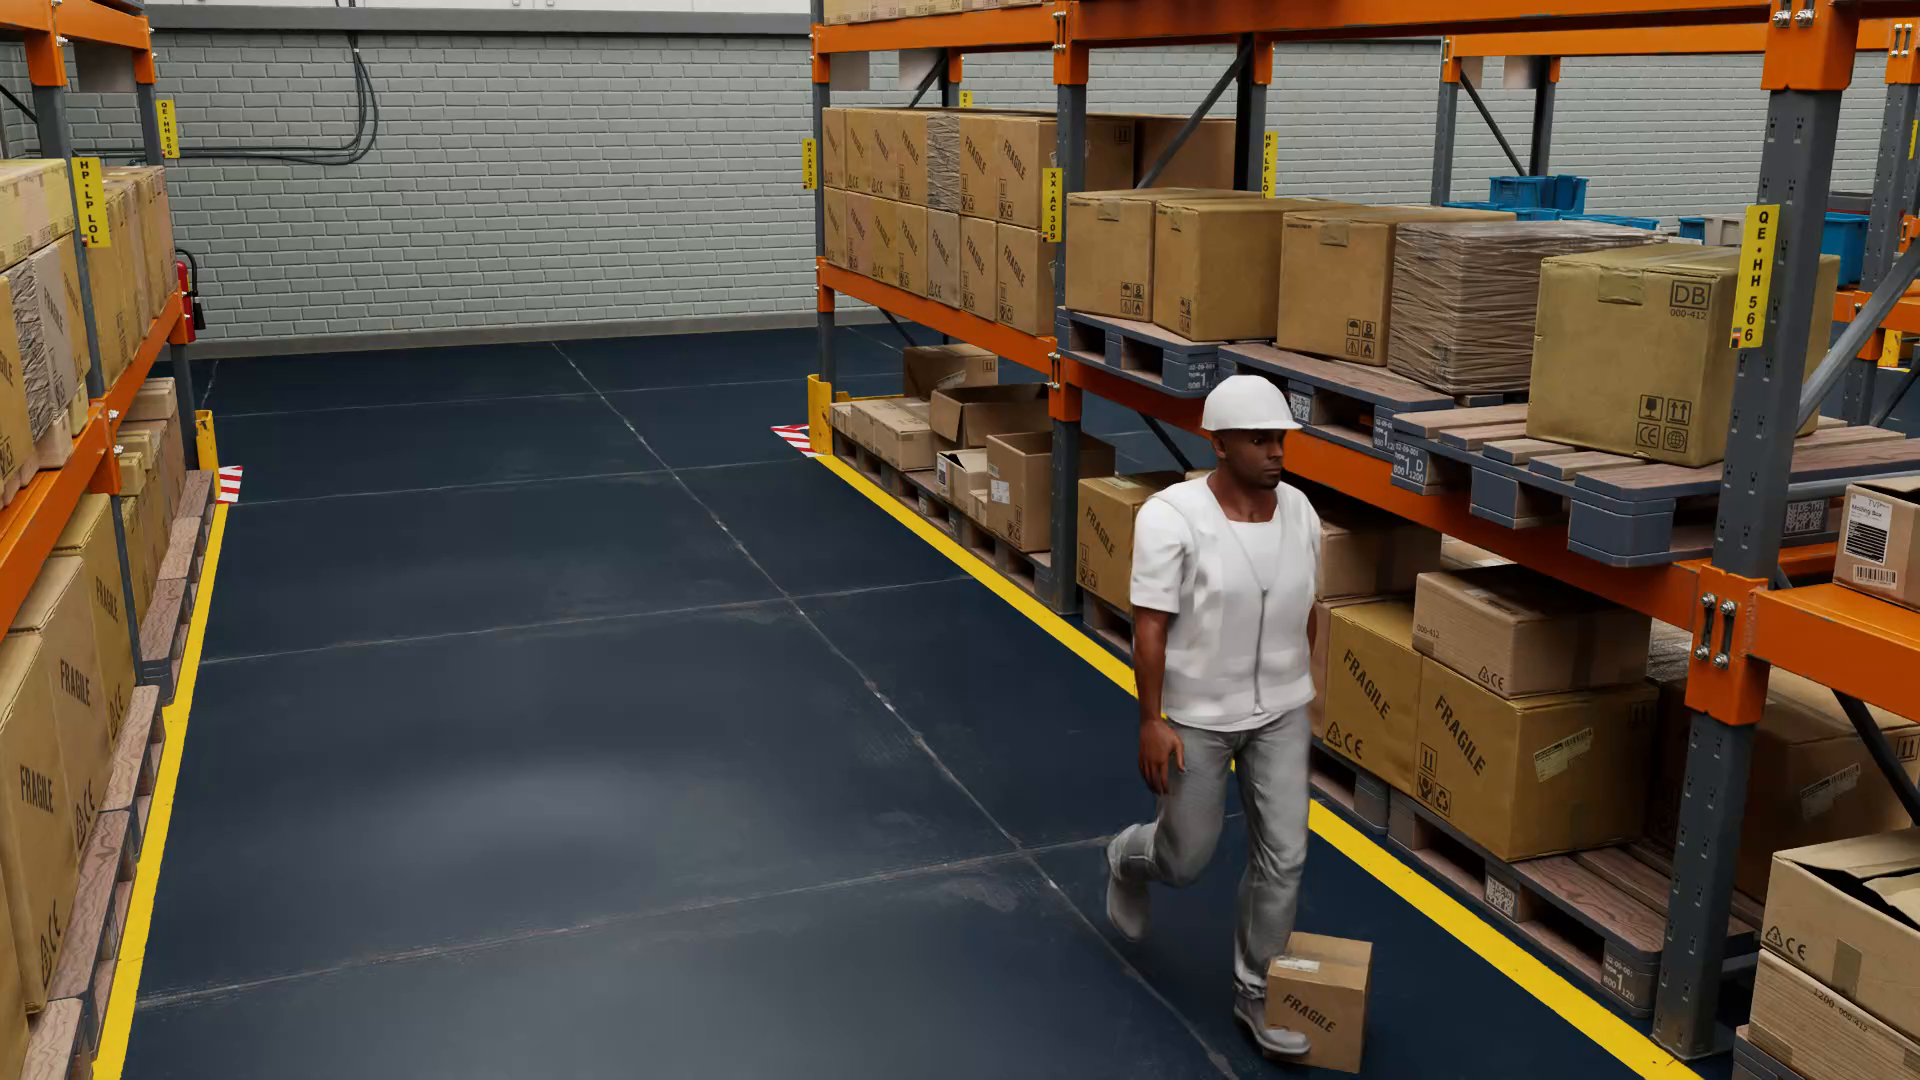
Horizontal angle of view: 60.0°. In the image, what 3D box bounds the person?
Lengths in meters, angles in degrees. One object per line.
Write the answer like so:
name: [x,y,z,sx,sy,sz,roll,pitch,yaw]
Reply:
person: [0.693,0.424,4.401,0.568,1.743,0.813,-5,16,-16]
